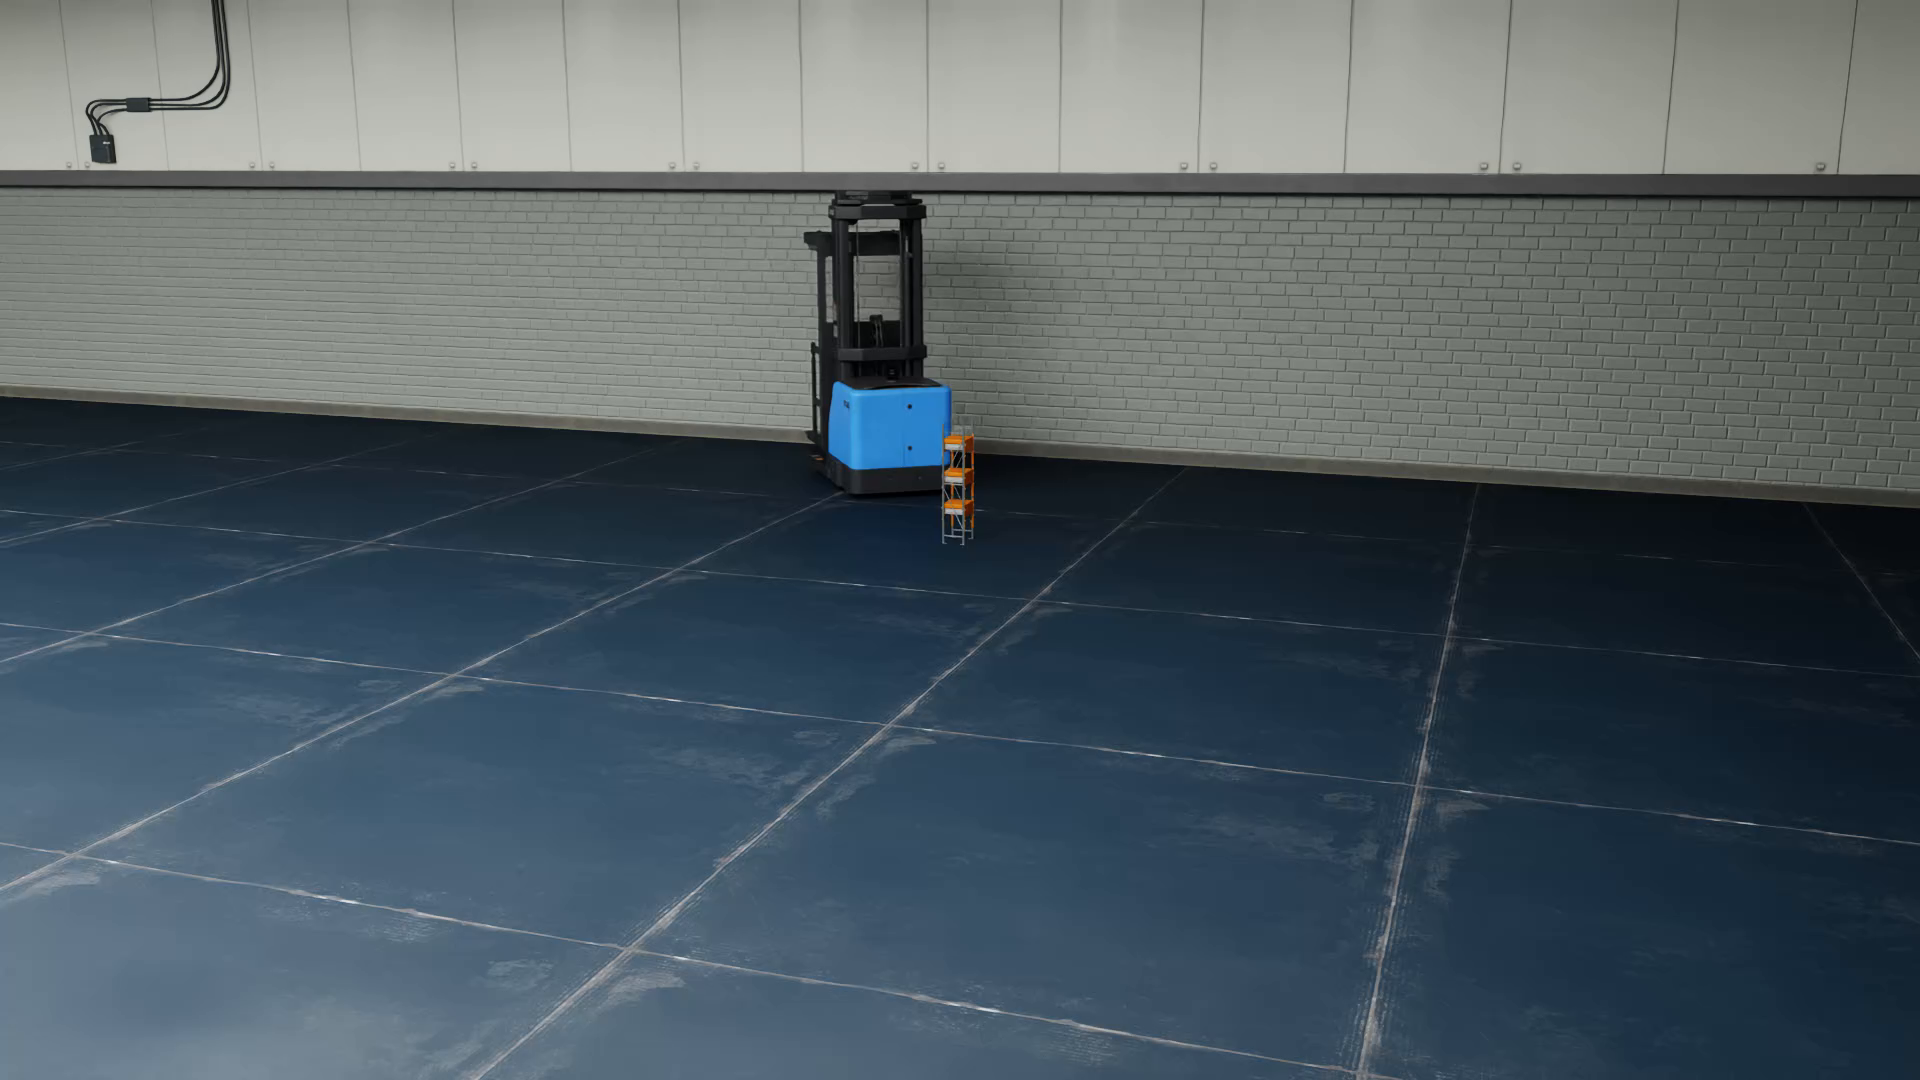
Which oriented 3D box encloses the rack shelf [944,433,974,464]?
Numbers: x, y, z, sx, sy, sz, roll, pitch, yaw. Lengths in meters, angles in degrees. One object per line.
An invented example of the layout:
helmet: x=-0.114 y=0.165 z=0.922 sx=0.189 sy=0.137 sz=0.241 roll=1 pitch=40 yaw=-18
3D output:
rack shelf: x=-0.017 y=-0.767 z=14.261 sx=0.215 sy=0.259 sz=0.240 roll=4 pitch=14 yaw=18

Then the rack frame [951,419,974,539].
rack frame: x=0.022 y=-0.526 z=14.434 sx=0.200 sy=1.050 sz=0.008 roll=4 pitch=14 yaw=18

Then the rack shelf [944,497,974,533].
rack shelf: x=-0.017 y=-0.219 z=14.386 sx=0.215 sy=0.259 sz=0.240 roll=4 pitch=14 yaw=18

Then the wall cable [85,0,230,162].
wall cable: x=-10.307 y=-7.813 z=20.855 sx=2.305 sy=6.003 sz=0.169 roll=4 pitch=14 yaw=18

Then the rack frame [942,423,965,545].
rack frame: x=-0.057 y=-0.475 z=14.209 sx=0.200 sy=1.050 sz=0.008 roll=4 pitch=14 yaw=18

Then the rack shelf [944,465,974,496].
rack shelf: x=-0.017 y=-0.490 z=14.324 sx=0.215 sy=0.259 sz=0.240 roll=4 pitch=14 yaw=18

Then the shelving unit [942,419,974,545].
shelving unit: x=-0.017 y=-0.501 z=14.322 sx=0.215 sy=1.050 sz=0.252 roll=4 pitch=14 yaw=18

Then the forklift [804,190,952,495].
forklift: x=-0.988 y=-2.152 z=17.331 sx=1.130 sy=2.935 sz=3.031 roll=-4 pitch=13 yaw=-17
